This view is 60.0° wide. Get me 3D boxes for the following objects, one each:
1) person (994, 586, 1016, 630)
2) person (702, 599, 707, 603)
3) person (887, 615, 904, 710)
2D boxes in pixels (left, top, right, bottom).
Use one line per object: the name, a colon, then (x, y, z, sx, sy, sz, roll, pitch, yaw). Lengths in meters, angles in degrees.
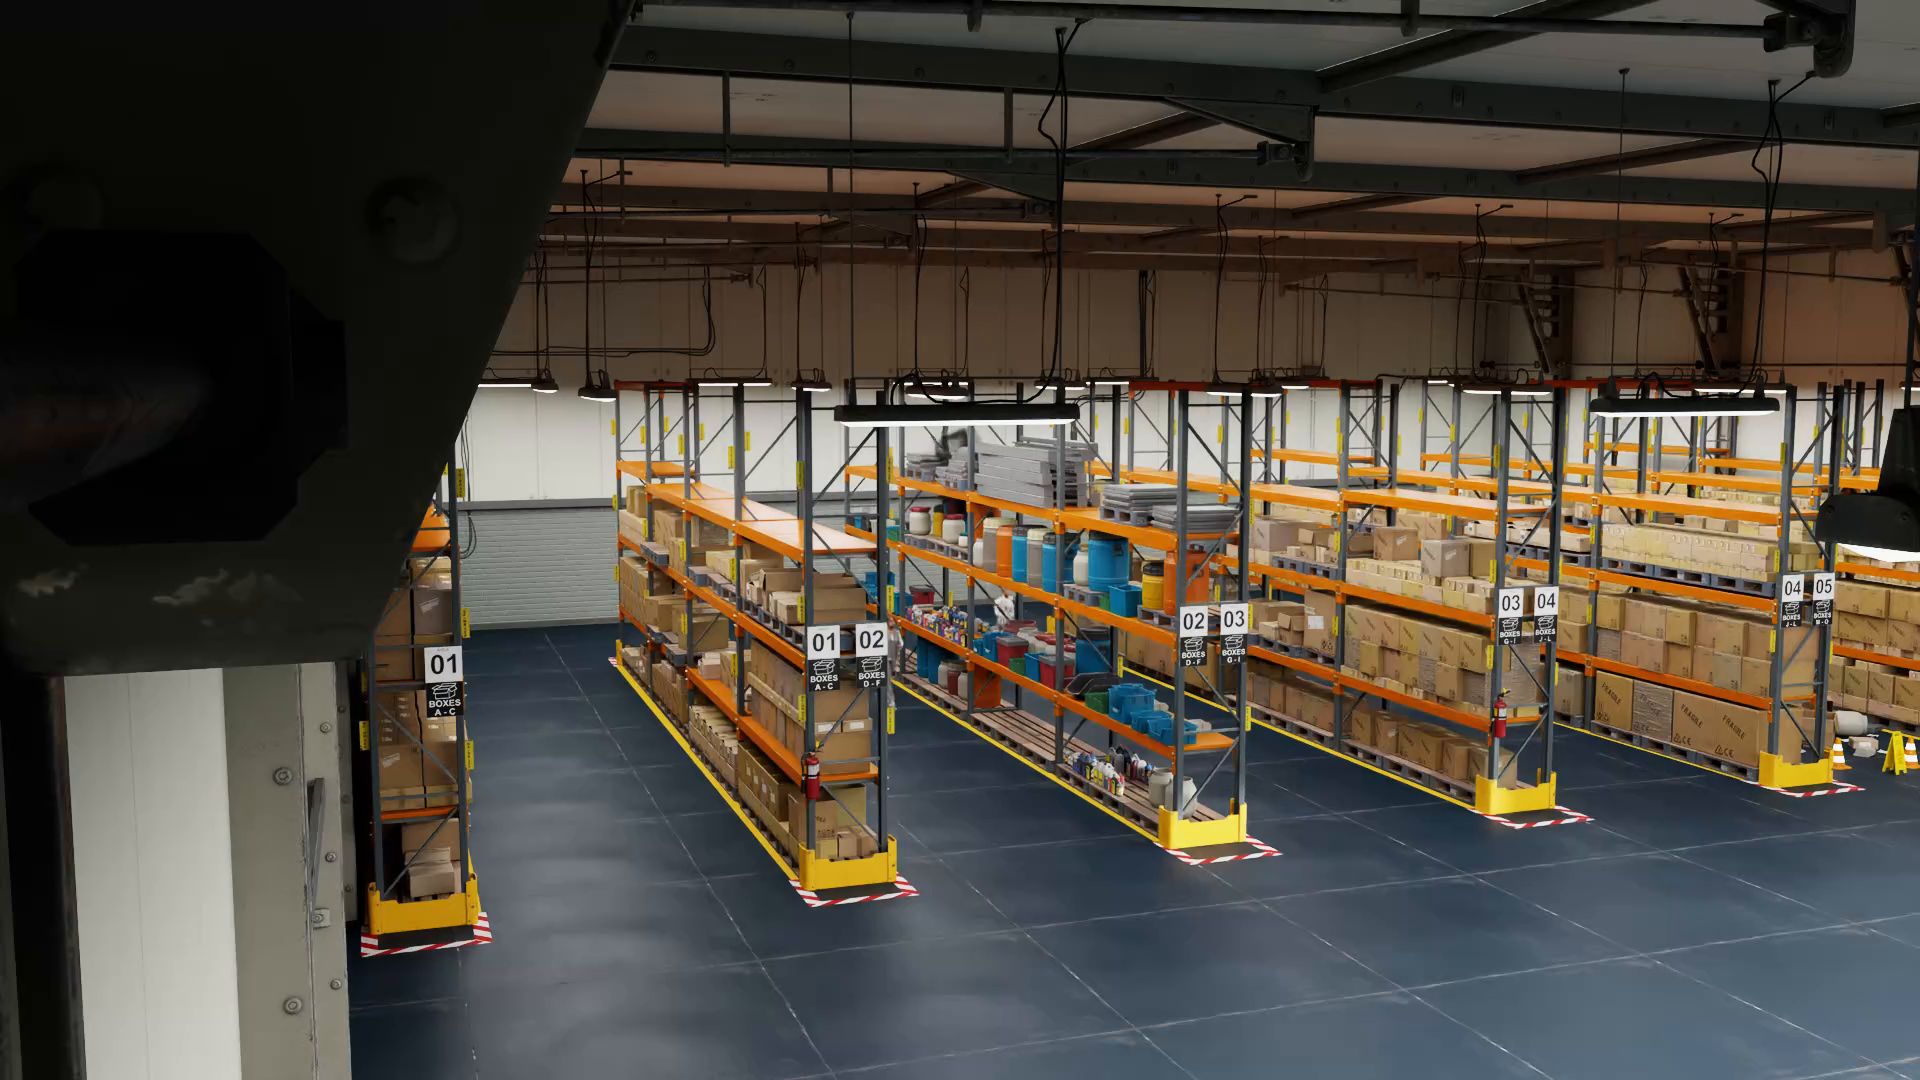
person: (0.924, 1.731, 33.039, 0.583, 1.795, 0.779, -3, 7, -25)
person: (-5.692, 1.670, 36.335, 0.534, 1.715, 0.848, -3, 7, -24)
person: (-1.284, 2.135, 29.429, 0.571, 1.628, 0.801, -3, 7, -27)
